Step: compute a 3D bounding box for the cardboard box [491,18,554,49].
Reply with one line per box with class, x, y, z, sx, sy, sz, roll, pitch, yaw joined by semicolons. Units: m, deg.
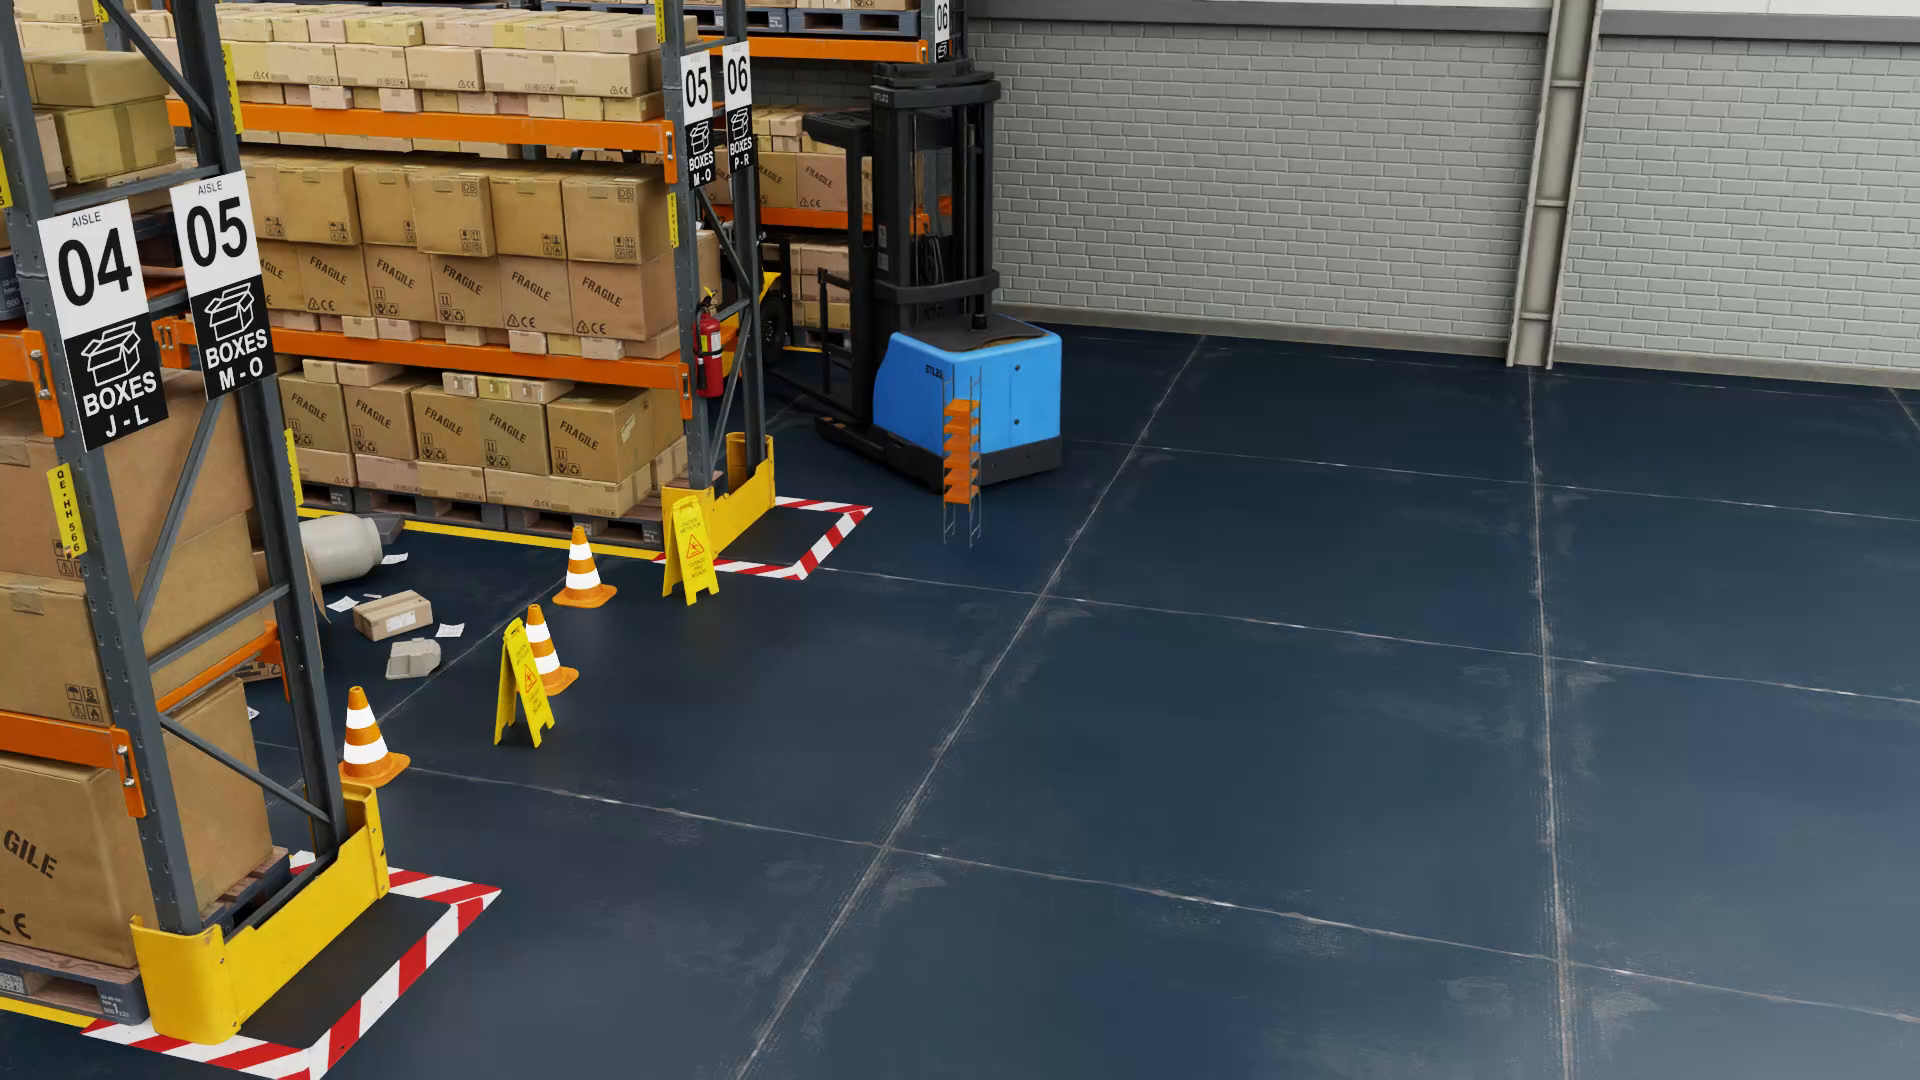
cardboard box;-2.686;-3.138;10.295;0.250;0.149;0.380;7;23;16

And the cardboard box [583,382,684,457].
cardboard box;-2.279;-0.918;11.637;0.500;0.500;0.500;6;23;14

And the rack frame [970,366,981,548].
rack frame;0.101;-0.543;11.014;0.006;1.200;0.240;7;23;16

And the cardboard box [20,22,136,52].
cardboard box;-5.994;-3.420;11.347;0.500;0.250;0.500;6;23;14

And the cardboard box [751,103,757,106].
cardboard box;-2.120;-4.067;15.855;0.250;0.149;0.380;7;23;17

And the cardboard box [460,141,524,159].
cardboard box;-4.507;-3.823;16.176;0.500;0.250;0.500;6;23;14

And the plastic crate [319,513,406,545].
plastic crate;-4.127;-0.075;11.348;0.583;0.080;0.402;-1;22;-3

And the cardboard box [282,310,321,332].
cardboard box;-4.437;-1.562;11.456;0.250;0.149;0.380;7;23;17

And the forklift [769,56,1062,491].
forklift;-0.497;-2.206;12.785;1.130;2.935;3.031;-15;27;-32

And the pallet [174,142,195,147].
pallet;-8.461;-4.098;17.562;1.003;0.211;1.213;7;23;16

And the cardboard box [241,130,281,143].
cardboard box;-6.959;-4.107;16.870;0.500;0.250;0.500;7;23;17

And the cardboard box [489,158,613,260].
cardboard box;-2.598;-2.139;10.690;0.500;0.500;0.700;7;23;16

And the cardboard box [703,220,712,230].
cardboard box;-2.466;-2.990;16.360;0.500;0.250;0.500;7;23;16

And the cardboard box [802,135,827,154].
cardboard box;-1.264;-3.643;15.212;0.250;0.149;0.380;6;23;15

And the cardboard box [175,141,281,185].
cardboard box;-5.034;-2.415;11.365;0.500;0.500;0.700;6;23;15

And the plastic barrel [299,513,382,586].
plastic barrel;-3.978;0.058;10.570;0.512;0.421;0.421;-14;26;-30

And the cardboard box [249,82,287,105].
cardboard box;-4.433;-2.966;10.927;0.250;0.149;0.380;7;23;17

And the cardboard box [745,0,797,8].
cardboard box;-1.579;-5.044;14.846;0.500;0.500;0.700;7;23;16

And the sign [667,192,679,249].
sign;-1.743;-1.940;10.105;0.005;0.325;0.100;7;23;16

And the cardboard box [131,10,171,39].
cardboard box;-5.186;-3.383;10.893;0.250;0.149;0.380;6;23;15

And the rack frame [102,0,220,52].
rack frame;-5.393;-4.671;10.801;0.127;3.000;1.000;7;23;16

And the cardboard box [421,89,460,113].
cardboard box;-3.204;-2.817;10.564;0.250;0.149;0.380;6;23;14

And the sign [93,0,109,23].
sign;-5.550;-3.503;10.705;0.005;0.325;0.100;7;23;16

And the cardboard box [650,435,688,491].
cardboard box;-2.256;-0.569;11.773;0.500;0.250;0.500;6;23;15

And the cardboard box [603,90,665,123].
cardboard box;-1.986;-2.666;10.197;0.250;0.149;0.380;7;23;16

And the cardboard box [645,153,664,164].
cardboard box;-2.625;-3.496;15.709;0.500;0.500;0.500;6;23;15

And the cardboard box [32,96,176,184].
cardboard box;-3.284;-1.491;6.119;0.500;0.250;0.500;6;23;15

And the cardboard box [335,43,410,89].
cardboard box;-3.594;-3.037;10.574;0.500;0.250;0.500;7;23;16

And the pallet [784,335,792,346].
pallet;-2.042;-2.174;16.292;1.213;0.211;1.003;7;23;15

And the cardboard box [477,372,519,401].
cardboard box;-3.016;-1.064;11.139;0.250;0.149;0.380;7;23;16

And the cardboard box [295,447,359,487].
cardboard box;-4.392;-0.601;11.852;0.500;0.250;0.500;8;24;19

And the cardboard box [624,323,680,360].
cardboard box;-1.983;-1.304;10.829;0.250;0.149;0.380;7;23;17

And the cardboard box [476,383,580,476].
cardboard box;-2.906;-0.776;11.290;0.500;0.500;0.500;7;23;17

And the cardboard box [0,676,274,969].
cardboard box;-3.565;1.091;6.905;0.875;0.875;0.875;7;23;16

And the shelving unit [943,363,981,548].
shelving unit;0.014;-0.554;11.038;0.189;1.200;0.258;7;23;16

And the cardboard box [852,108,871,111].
cardboard box;-0.891;-3.924;15.506;0.250;0.149;0.380;7;23;17

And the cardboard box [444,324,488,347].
cardboard box;-3.228;-1.419;11.109;0.250;0.149;0.380;6;23;15

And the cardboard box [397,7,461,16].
cardboard box;-3.514;-3.446;11.046;0.250;0.149;0.380;7;23;16

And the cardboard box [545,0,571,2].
cardboard box;-3.621;-5.052;15.328;0.250;0.149;0.380;7;23;17

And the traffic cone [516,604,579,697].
traffic cone;-2.343;0.578;9.250;0.334;0.463;0.336;7;23;16

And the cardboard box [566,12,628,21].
cardboard box;-2.312;-3.283;10.648;0.250;0.149;0.380;7;23;15

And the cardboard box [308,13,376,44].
cardboard box;-3.923;-3.260;10.594;0.250;0.149;0.380;6;23;15

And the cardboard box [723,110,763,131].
cardboard box;-2.007;-3.874;15.383;0.250;0.149;0.380;7;23;16

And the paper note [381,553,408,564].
paper note;-3.720;0.119;10.940;0.148;0.019;0.142;-1;22;-3

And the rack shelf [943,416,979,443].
rack shelf;0.014;-0.734;10.964;0.180;0.103;0.258;7;23;16

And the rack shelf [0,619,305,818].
rack shelf;-4.811;0.466;7.130;4.000;0.370;1.077;7;23;16

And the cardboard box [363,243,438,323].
cardboard box;-3.598;-1.776;11.123;0.500;0.500;0.500;7;23;16

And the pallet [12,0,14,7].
pallet;-10.024;-5.668;17.431;1.003;0.211;1.213;7;23;16

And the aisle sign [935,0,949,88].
aisle sign;-0.155;-4.350;14.497;0.004;0.787;0.394;7;23;16

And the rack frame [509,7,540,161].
rack frame;-3.963;-3.700;16.337;0.127;3.000;1.000;7;23;16

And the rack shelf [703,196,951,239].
rack shelf;-2.048;-3.148;15.939;4.000;0.370;1.077;7;23;16

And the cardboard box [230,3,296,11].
cardboard box;-4.755;-3.580;11.374;0.250;0.149;0.380;6;23;14

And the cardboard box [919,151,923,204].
cardboard box;-0.527;-3.463;15.628;0.500;0.500;0.500;7;23;17
